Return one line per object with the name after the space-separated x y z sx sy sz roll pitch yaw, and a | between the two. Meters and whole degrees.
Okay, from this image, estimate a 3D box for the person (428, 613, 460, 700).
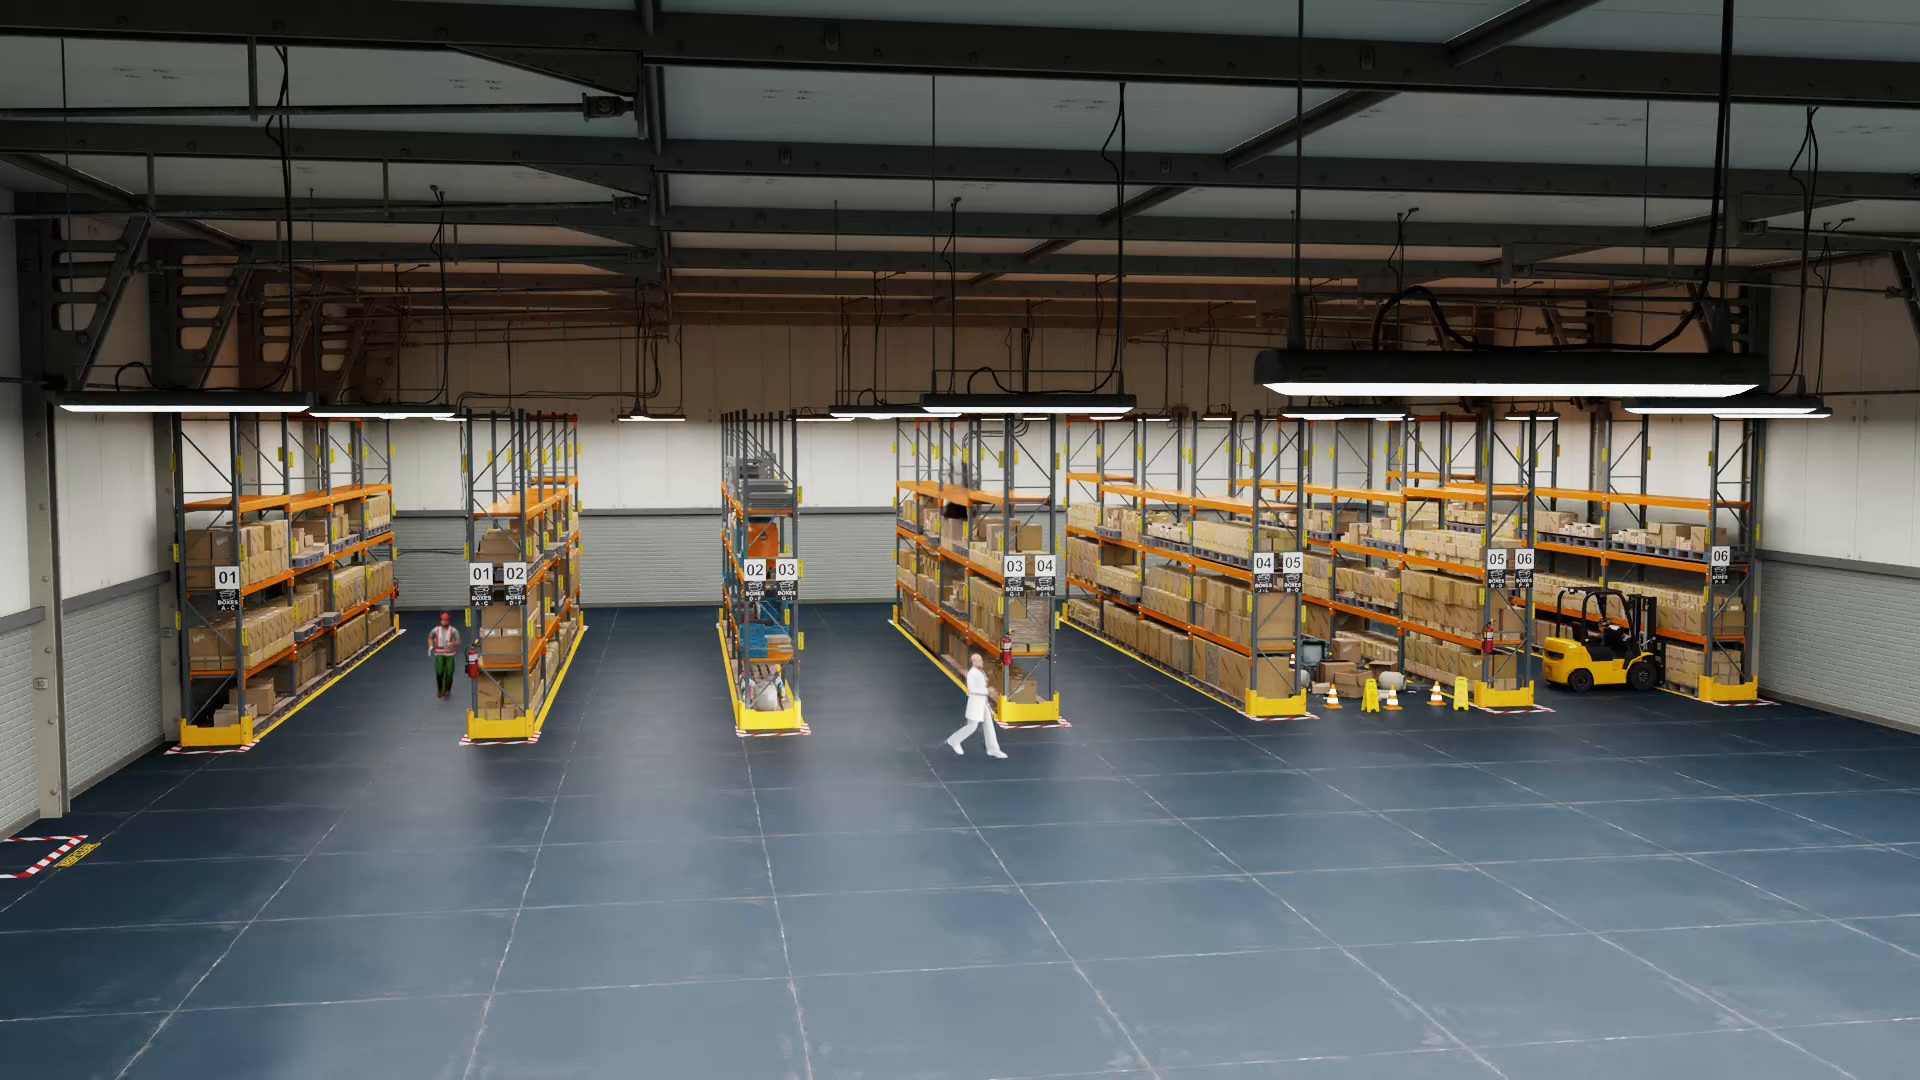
-10.707 2.419 34.545 0.640 1.785 0.700 -1 4 -18 | person

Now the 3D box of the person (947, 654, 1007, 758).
0.290 2.928 28.402 1.070 1.566 0.707 1 4 20 | person

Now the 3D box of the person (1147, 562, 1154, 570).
5.439 1.542 47.548 0.700 1.805 0.776 0 4 -3 | person
